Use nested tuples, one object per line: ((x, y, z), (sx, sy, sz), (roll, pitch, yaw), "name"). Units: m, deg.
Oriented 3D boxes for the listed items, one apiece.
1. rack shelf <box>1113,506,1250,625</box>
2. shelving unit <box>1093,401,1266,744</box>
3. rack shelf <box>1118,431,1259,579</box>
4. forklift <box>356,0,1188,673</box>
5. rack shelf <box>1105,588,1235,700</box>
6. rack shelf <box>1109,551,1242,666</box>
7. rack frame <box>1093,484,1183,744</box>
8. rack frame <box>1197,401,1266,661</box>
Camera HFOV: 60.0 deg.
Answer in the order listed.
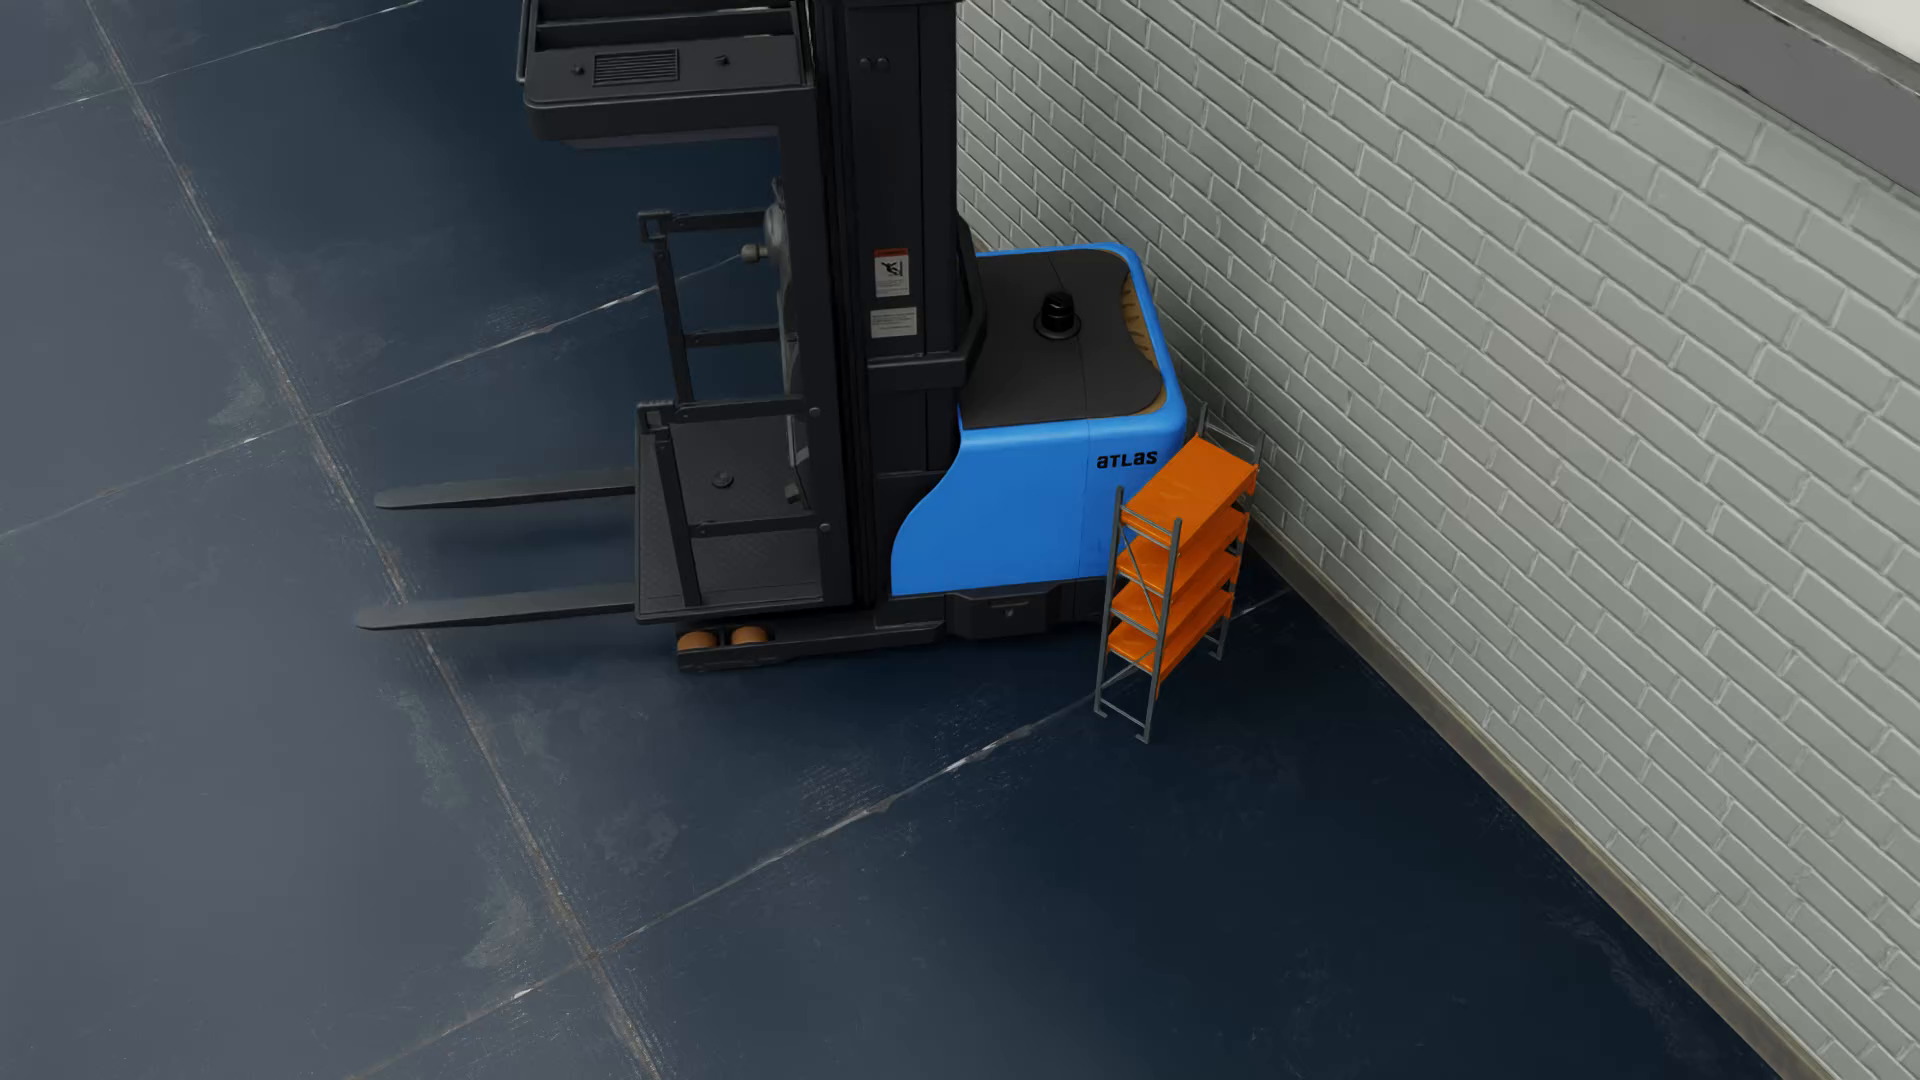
((0.743, 0.037, 5.650), (0.258, 0.148, 0.480), (31, 55, 25), "rack shelf")
((0.743, 0.141, 5.766), (0.258, 1.200, 0.503), (31, 55, 25), "shelving unit")
((0.743, -0.120, 5.473), (0.258, 0.148, 0.480), (31, 55, 25), "rack shelf")
((-0.762, -0.898, 5.532), (3.031, 2.935, 1.130), (-5, 49, -5), "forklift")
((0.743, 0.318, 5.965), (0.258, 0.148, 0.480), (31, 55, 25), "rack shelf")
((0.743, 0.186, 5.817), (0.258, 0.148, 0.480), (31, 55, 25), "rack shelf")
((0.591, 0.283, 5.640), (0.240, 1.200, 0.015), (31, 55, 25), "rack frame")
((0.895, -0.001, 5.893), (0.240, 1.200, 0.015), (31, 55, 25), "rack frame")
